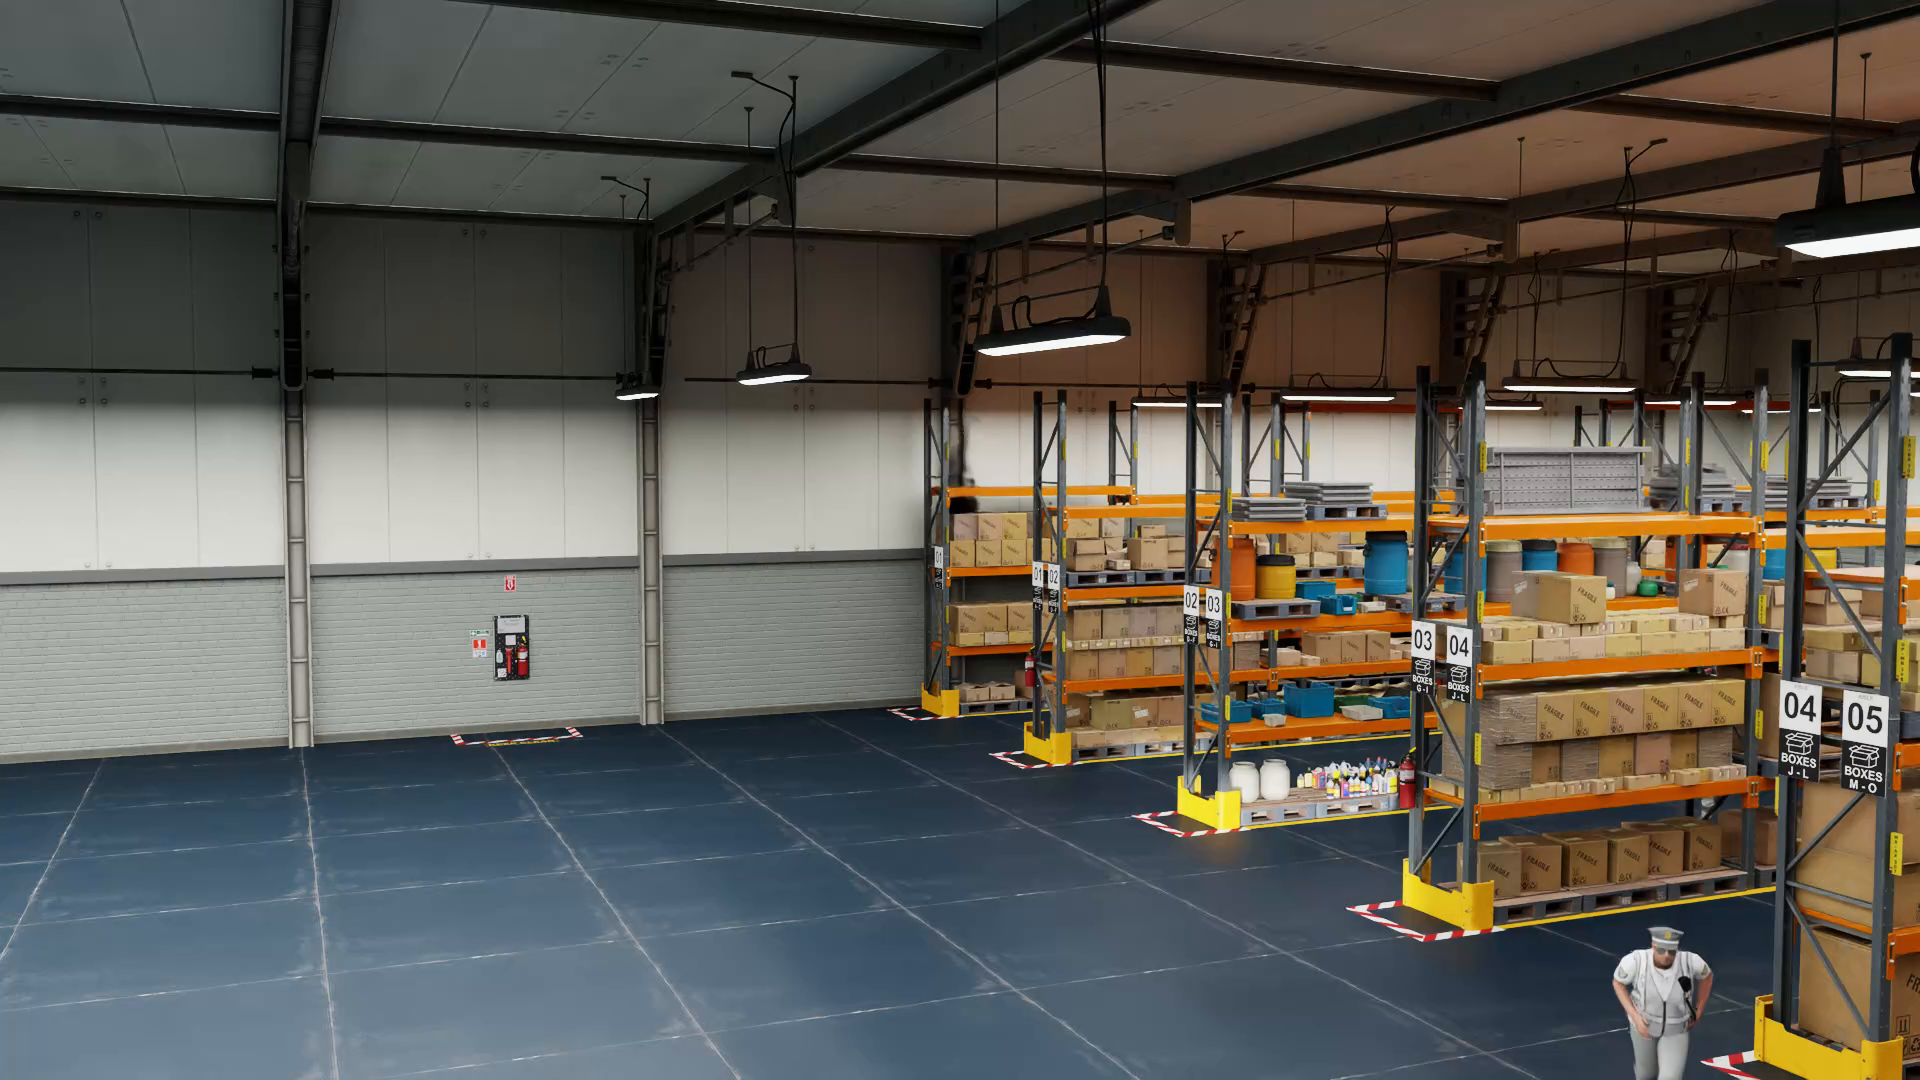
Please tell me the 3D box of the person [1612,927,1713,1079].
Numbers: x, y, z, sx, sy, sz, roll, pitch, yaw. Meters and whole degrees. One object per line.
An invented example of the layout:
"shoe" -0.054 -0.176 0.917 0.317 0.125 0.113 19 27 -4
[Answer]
"person" 5.199 3.620 12.371 0.692 1.720 1.008 1 3 14

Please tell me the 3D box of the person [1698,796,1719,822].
"person" 10.233 2.969 22.624 0.632 1.743 0.658 -2 4 -36
